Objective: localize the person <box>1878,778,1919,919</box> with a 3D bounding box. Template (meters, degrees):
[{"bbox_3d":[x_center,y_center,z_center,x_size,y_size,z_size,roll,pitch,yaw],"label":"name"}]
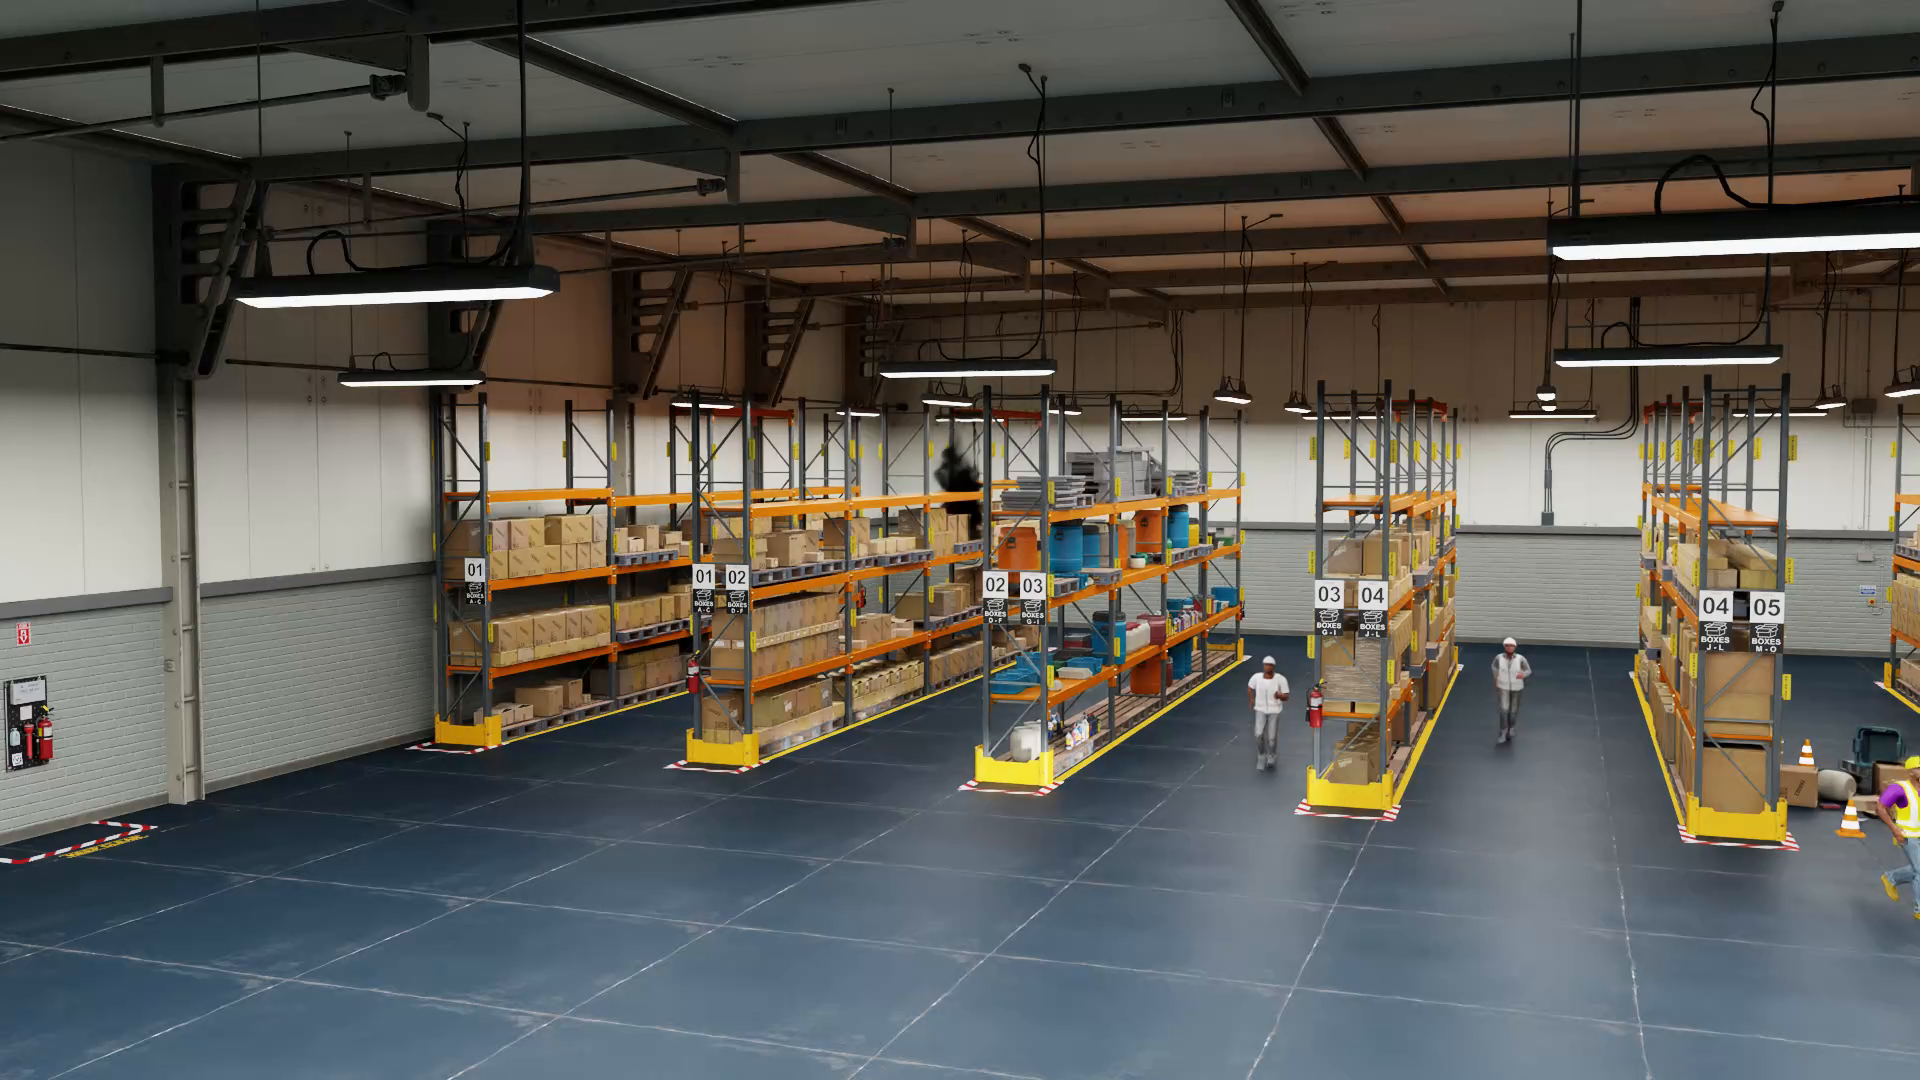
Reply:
[{"bbox_3d":[10.244,3.310,17.926,0.686,1.499,0.820,-1,3,-18],"label":"person"}]

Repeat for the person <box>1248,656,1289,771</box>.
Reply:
[{"bbox_3d":[9.679,3.153,18.273,14.088,1.809,13.482,1,3,15],"label":"person"}]

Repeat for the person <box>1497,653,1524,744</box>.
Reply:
[{"bbox_3d":[9.502,2.724,28.744,0.447,1.554,0.726,1,3,15],"label":"person"}]
